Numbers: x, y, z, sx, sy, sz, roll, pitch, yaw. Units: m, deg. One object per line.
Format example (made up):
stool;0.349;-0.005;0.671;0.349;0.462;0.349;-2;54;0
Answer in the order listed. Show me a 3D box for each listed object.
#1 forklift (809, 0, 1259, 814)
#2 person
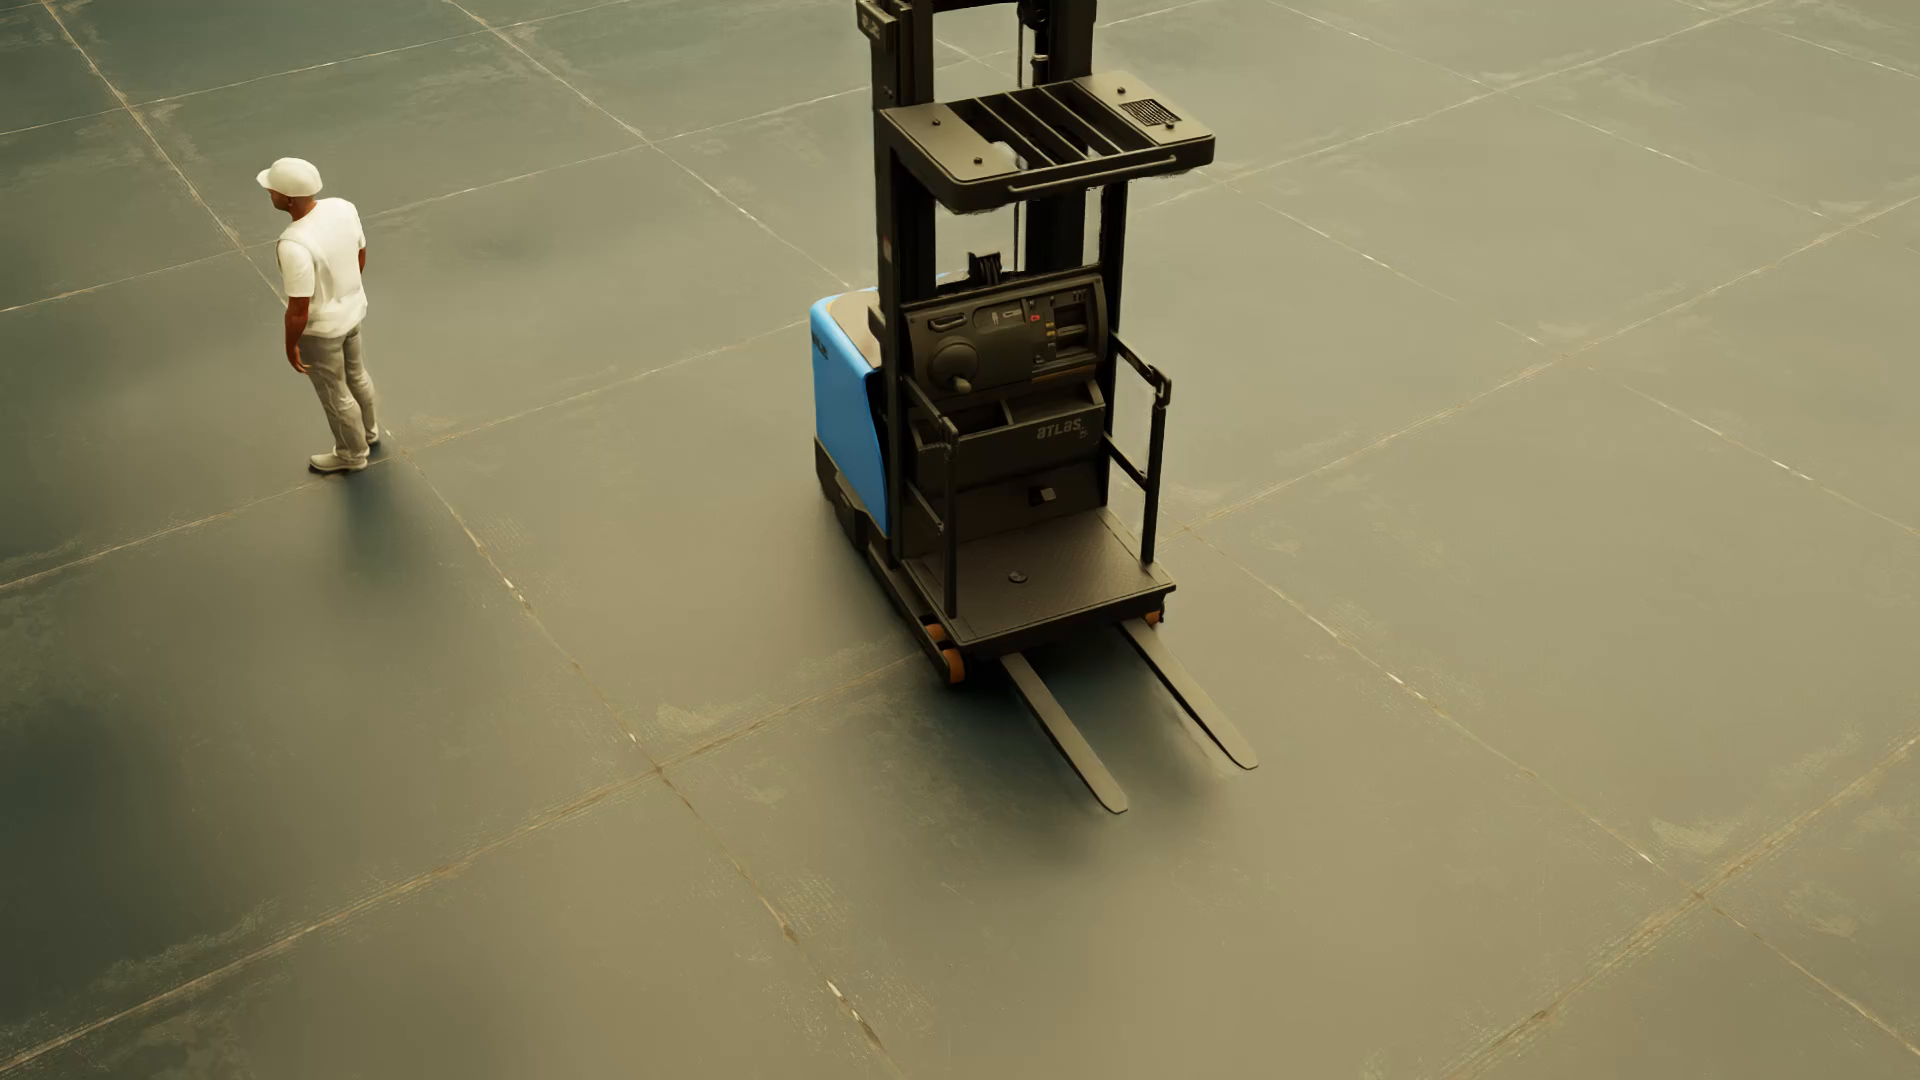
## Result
forklift;0.301;-0.819;7.052;1.130;2.935;3.031;-15;39;-19
person;-3.278;-1.139;8.459;0.549;1.770;0.664;9;37;11
